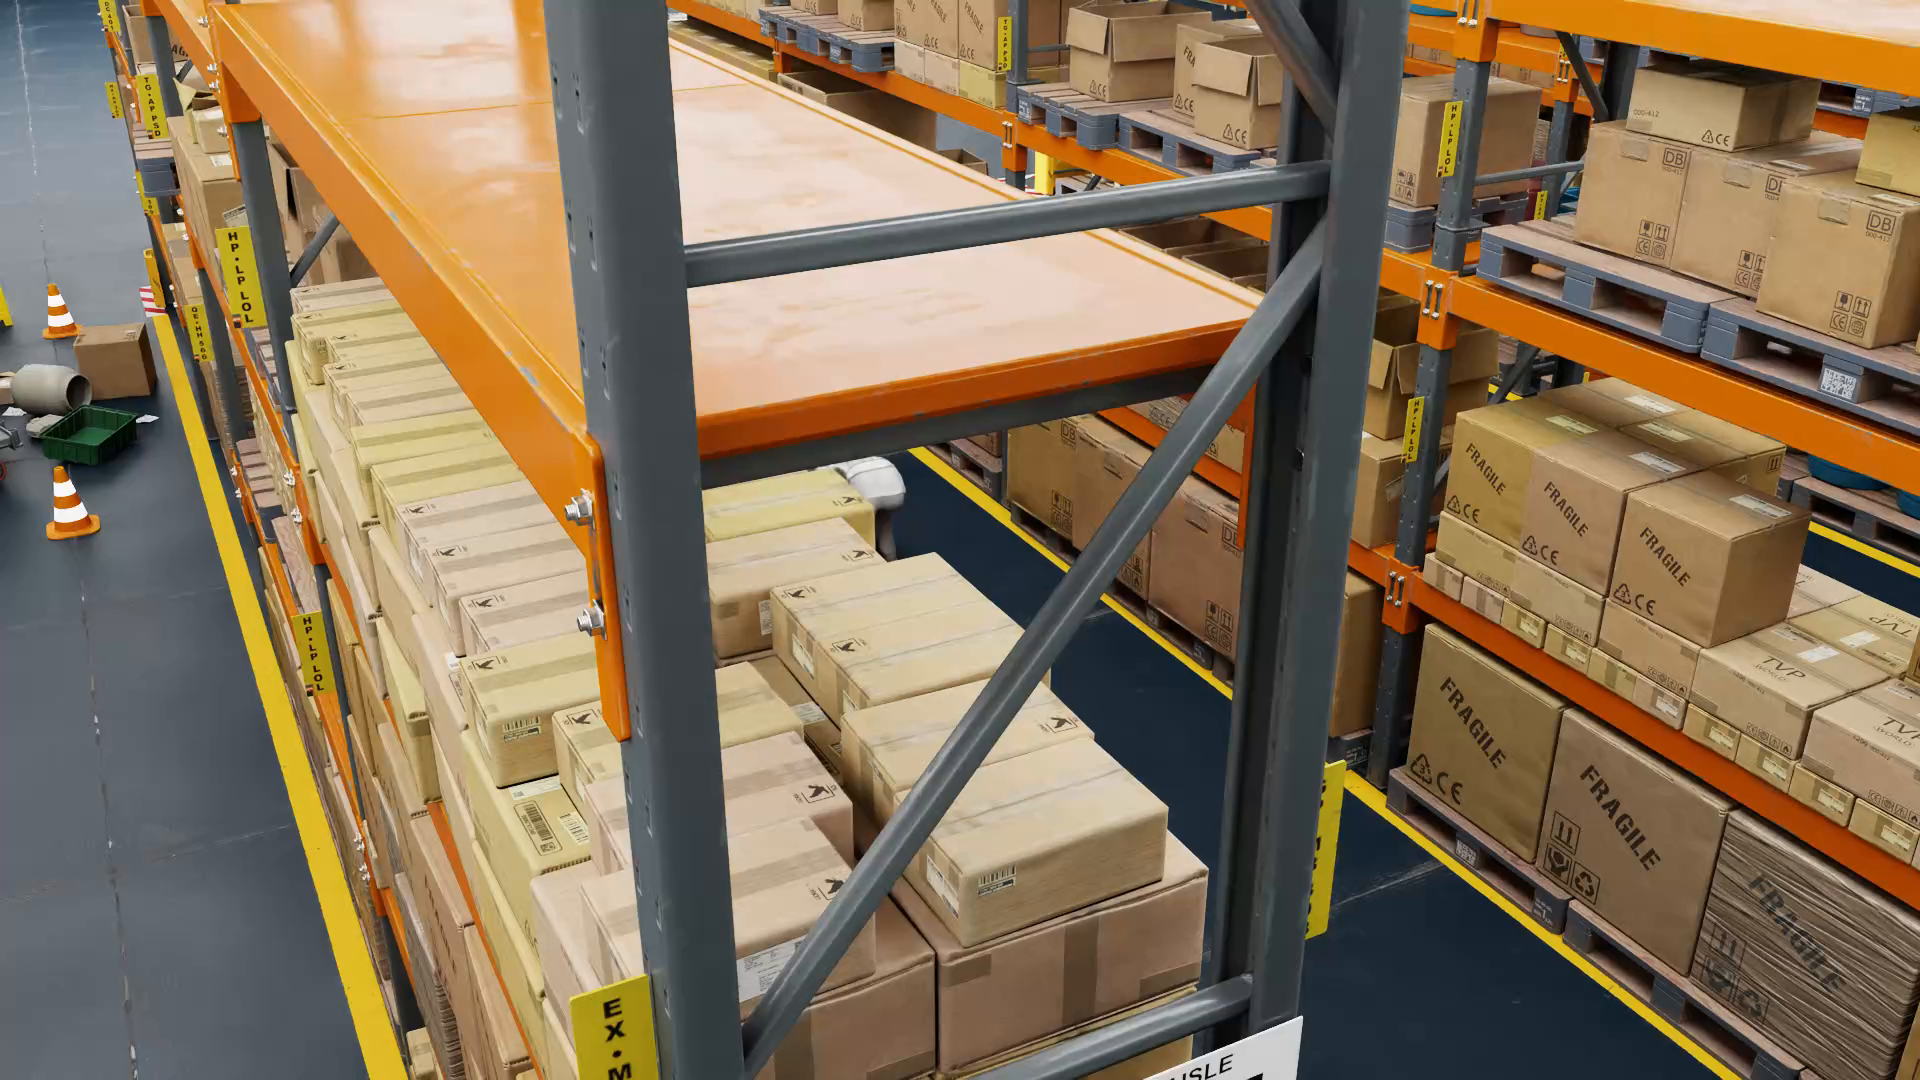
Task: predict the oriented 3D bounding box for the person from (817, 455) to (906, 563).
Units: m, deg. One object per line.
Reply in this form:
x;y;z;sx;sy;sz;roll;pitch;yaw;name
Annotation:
-0.703;-0.249;11.192;0.451;0.802;0.925;-14;29;-27;person
